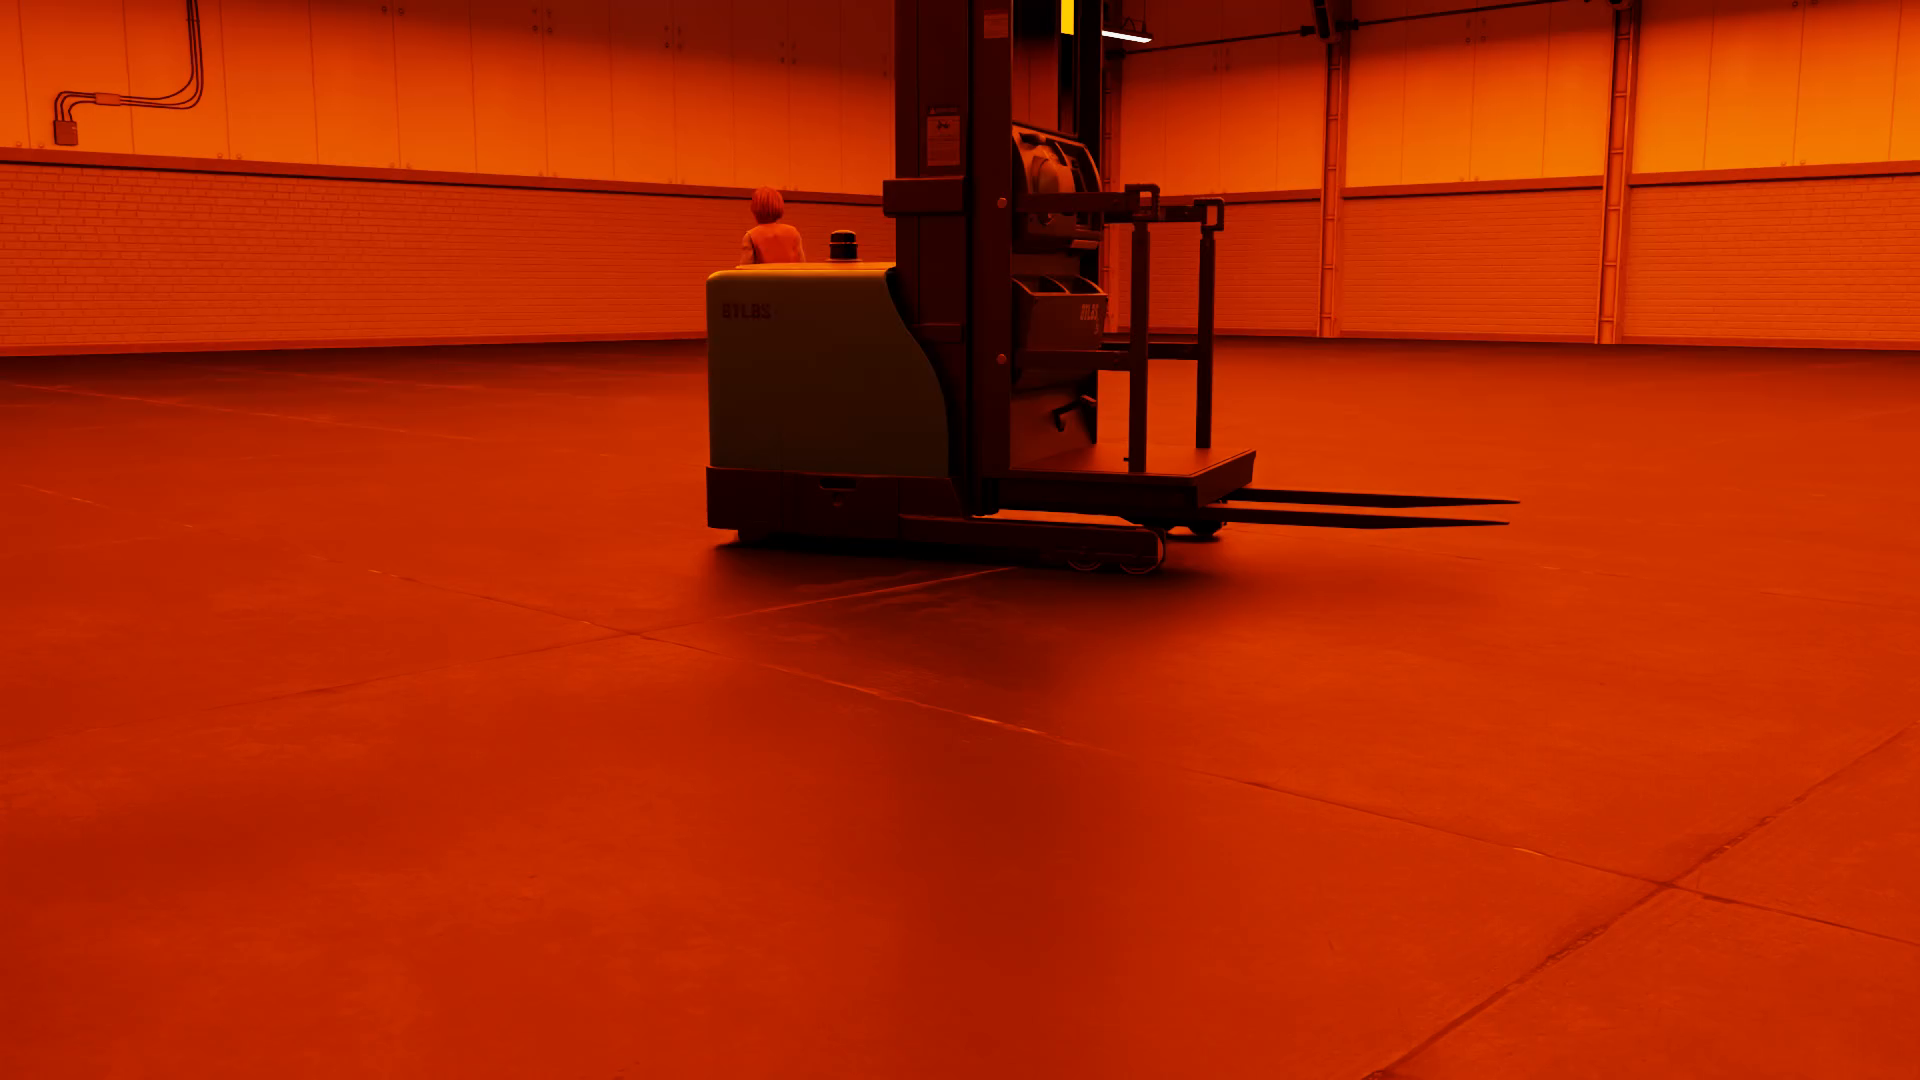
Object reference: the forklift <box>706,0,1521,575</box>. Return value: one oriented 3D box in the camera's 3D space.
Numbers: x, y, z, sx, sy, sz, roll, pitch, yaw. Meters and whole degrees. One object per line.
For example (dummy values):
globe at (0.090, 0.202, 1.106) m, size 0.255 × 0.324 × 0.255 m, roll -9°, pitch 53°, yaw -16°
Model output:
forklift at (0.565, -1.416, 6.275) m, size 3.031 × 2.935 × 1.130 m, roll 3°, pitch 9°, yaw 22°

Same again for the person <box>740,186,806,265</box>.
person at (-1.166, -1.315, 10.045) m, size 0.517 × 1.599 × 0.472 m, roll -5°, pitch 10°, yaw -30°
